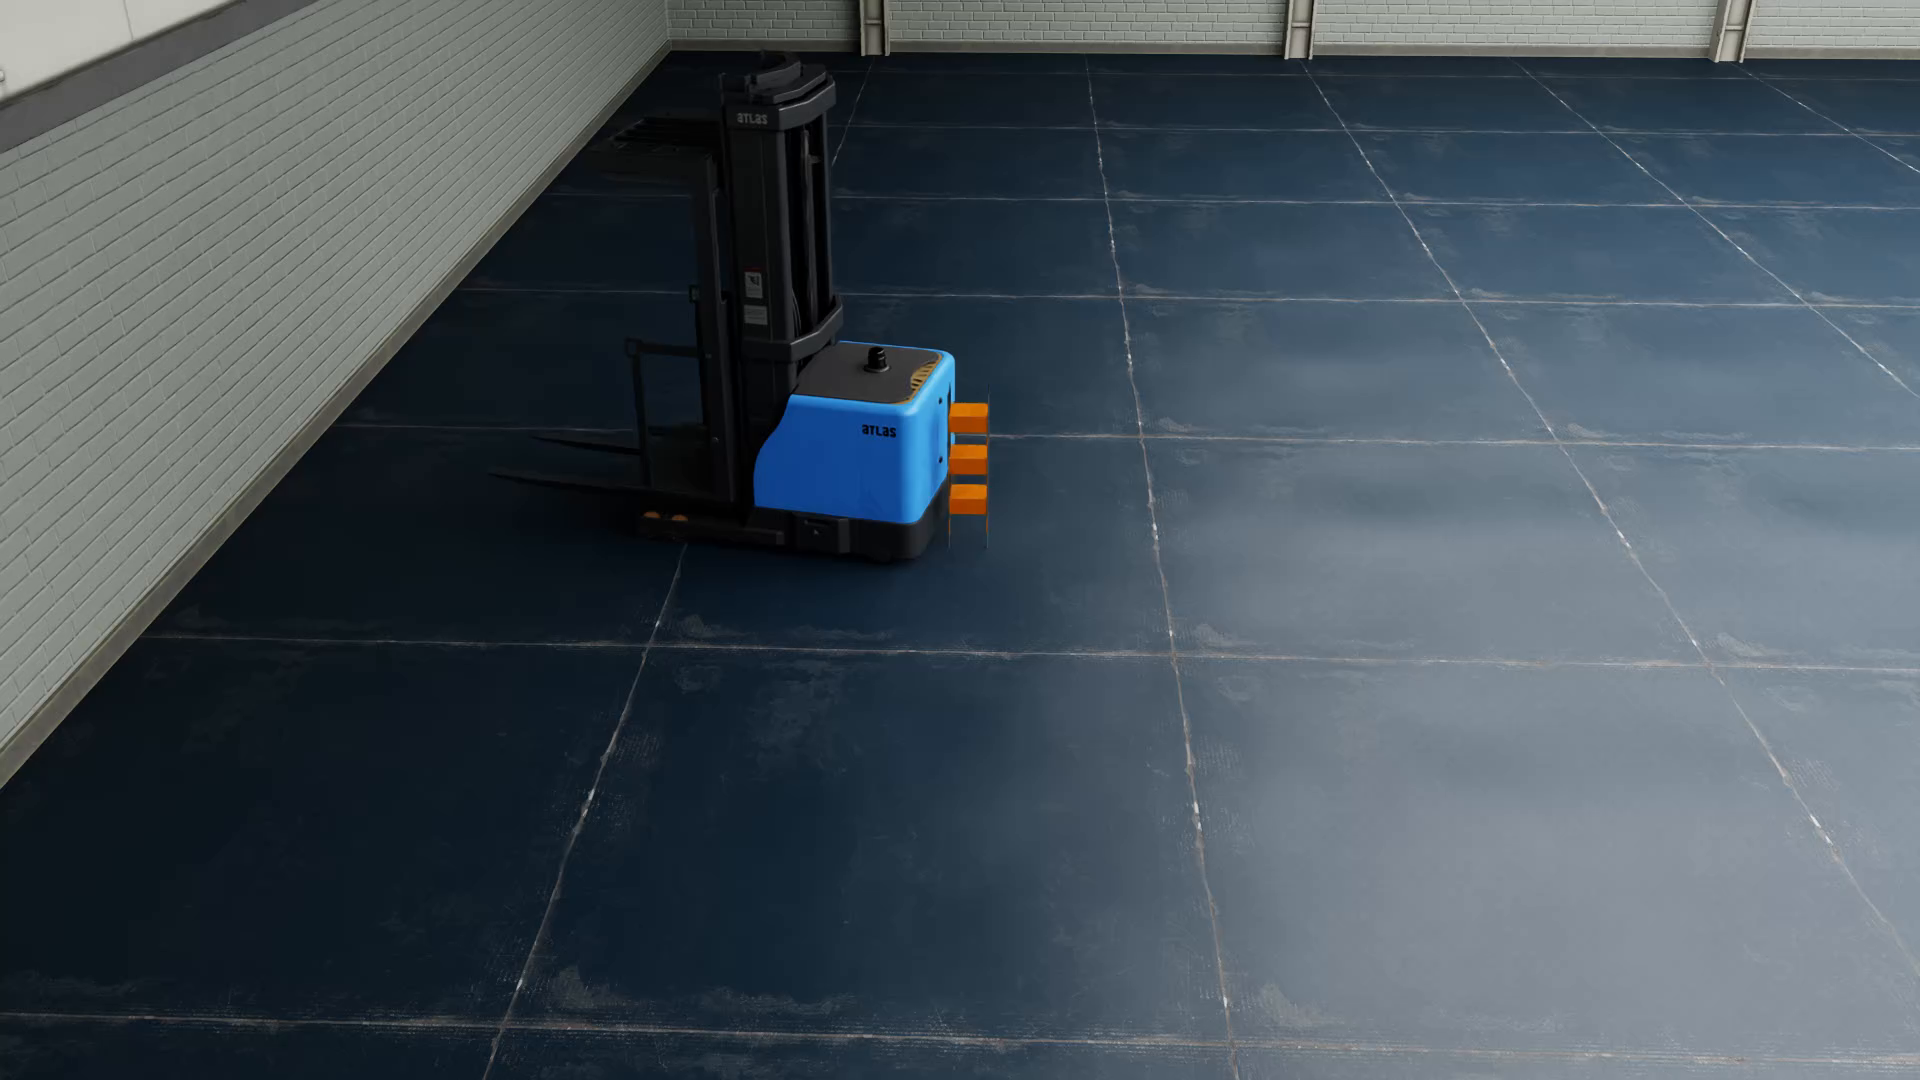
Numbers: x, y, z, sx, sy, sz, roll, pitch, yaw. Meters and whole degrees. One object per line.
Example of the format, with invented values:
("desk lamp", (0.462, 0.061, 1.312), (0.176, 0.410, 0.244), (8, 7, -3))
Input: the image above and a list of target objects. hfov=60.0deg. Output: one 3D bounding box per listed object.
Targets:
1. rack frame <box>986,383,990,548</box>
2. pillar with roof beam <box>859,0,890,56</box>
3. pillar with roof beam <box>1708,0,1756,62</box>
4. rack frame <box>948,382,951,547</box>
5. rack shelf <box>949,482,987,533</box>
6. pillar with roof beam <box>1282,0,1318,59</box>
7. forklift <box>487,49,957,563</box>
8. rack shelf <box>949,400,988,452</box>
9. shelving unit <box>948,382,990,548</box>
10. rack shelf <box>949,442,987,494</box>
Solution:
("rack frame", (0.175, -0.461, 10.424), (0.008, 1.050, 0.200), (1, 28, 2))
("pillar with roof beam", (-1.362, -8.928, 17.909), (0.400, 9.000, 9.100), (1, 28, 2))
("pillar with roof beam", (10.630, -8.729, 17.535), (0.400, 9.000, 9.100), (1, 28, 2))
("rack frame", (-0.068, -0.465, 10.432), (0.008, 1.050, 0.200), (1, 28, 2))
("rack shelf", (0.053, -0.208, 10.563), (0.240, 0.259, 0.215), (1, 28, 2))
("pillar with roof beam", (4.634, -8.828, 17.722), (0.400, 9.000, 9.100), (1, 28, 2))
("forklift", (-1.595, -1.517, 10.408), (3.031, 2.935, 1.130), (7, 29, 13))
("rack shelf", (0.053, -0.704, 10.300), (0.240, 0.259, 0.215), (1, 28, 2))
("shelving unit", (0.053, -0.463, 10.428), (0.252, 1.050, 0.215), (1, 28, 2))
("rack shelf", (0.053, -0.454, 10.433), (0.240, 0.259, 0.215), (1, 28, 2))
